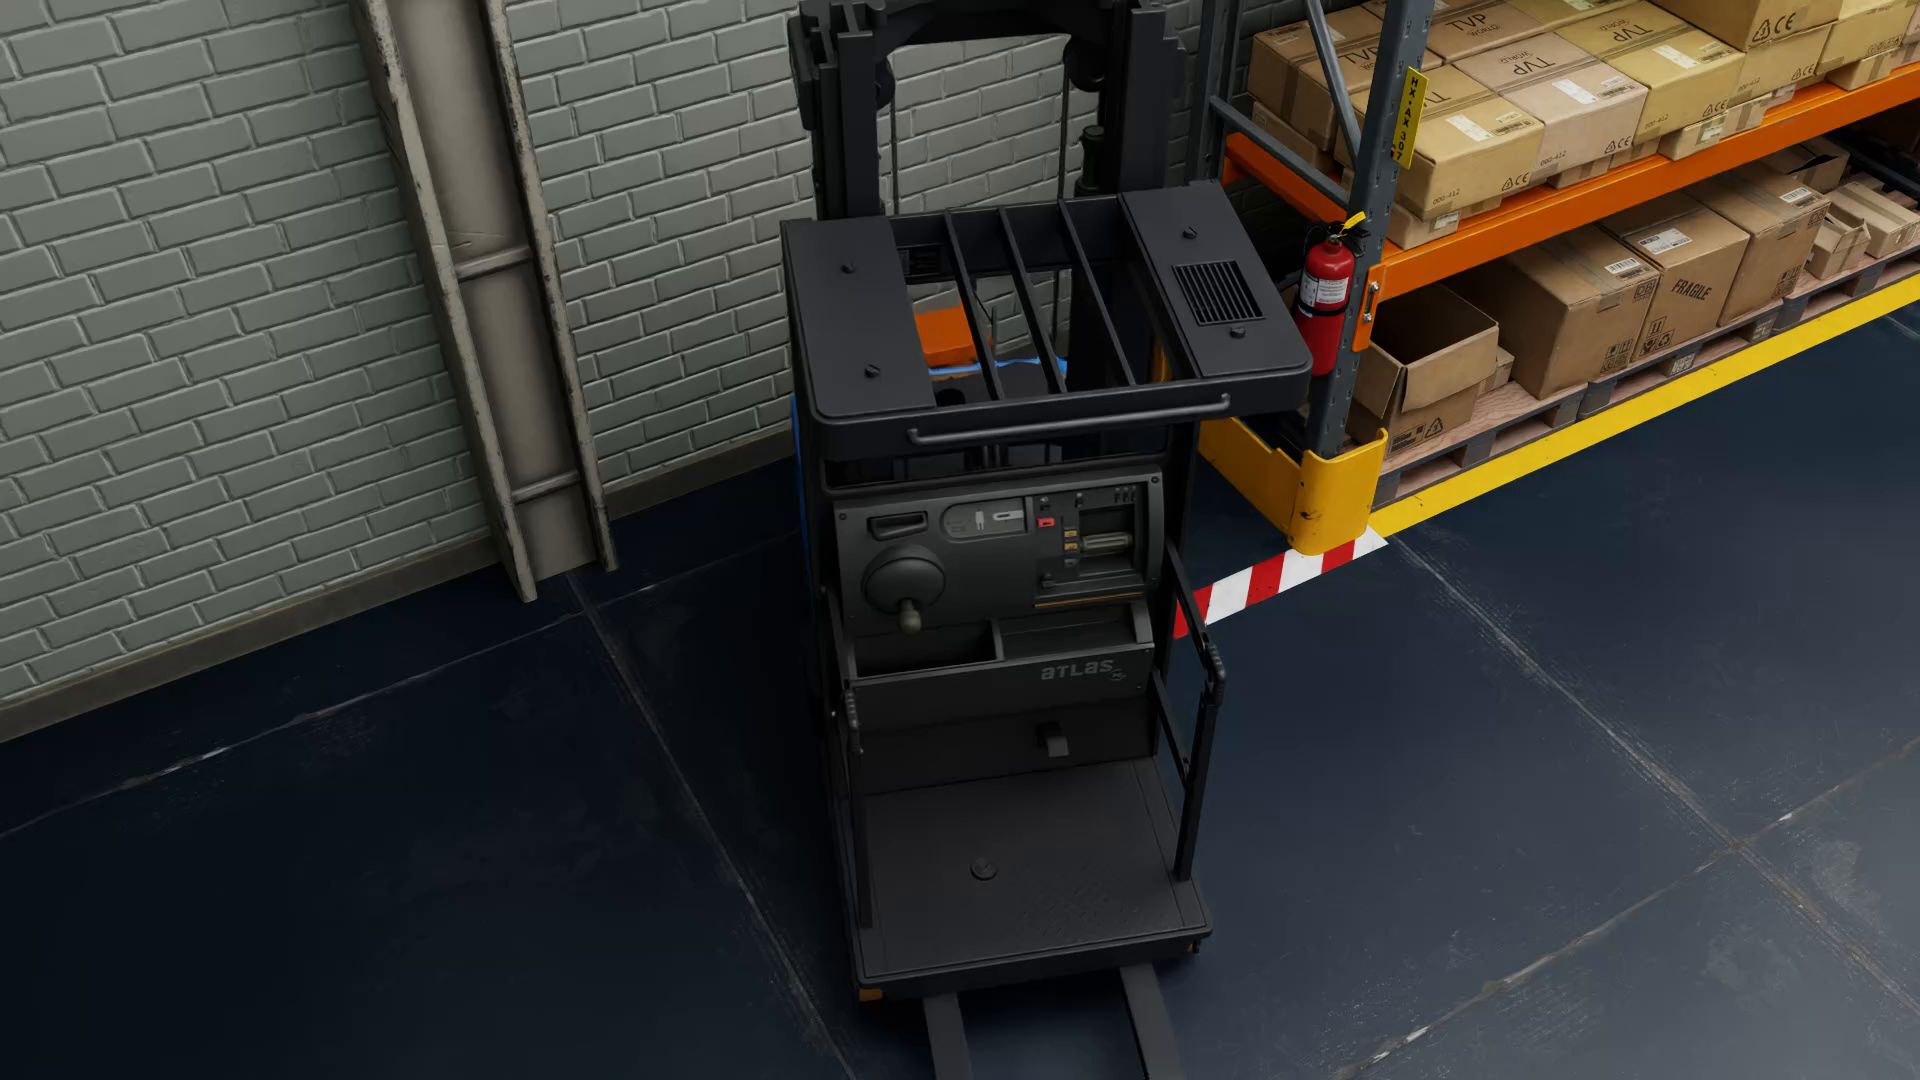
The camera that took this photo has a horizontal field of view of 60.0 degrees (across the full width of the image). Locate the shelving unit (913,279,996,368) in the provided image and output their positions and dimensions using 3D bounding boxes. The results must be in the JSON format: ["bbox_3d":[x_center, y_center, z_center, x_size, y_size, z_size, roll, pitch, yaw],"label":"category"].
[{"bbox_3d":[-0.147,-0.419,6.320,0.503,1.200,0.258,-13,46,-13],"label":"shelving unit"}]

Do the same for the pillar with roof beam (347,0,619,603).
[{"bbox_3d":[0.537,-0.543,0.848,0.400,9.000,9.100,-22,48,-21],"label":"pillar with roof beam"}]

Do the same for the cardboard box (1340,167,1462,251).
[{"bbox_3d":[1.601,-1.239,6.054,0.250,0.149,0.380,-22,48,-21],"label":"cardboard box"}]

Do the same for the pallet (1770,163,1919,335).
[{"bbox_3d":[4.052,-1.531,8.176,1.213,0.211,1.003,-22,48,-21],"label":"pallet"}]

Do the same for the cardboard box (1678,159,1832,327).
[{"bbox_3d":[3.418,-1.423,7.556,0.500,0.500,0.700,-24,49,-22],"label":"cardboard box"}]

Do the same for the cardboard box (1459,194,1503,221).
[{"bbox_3d":[1.799,-1.356,6.173,0.250,0.149,0.380,-21,48,-20],"label":"cardboard box"}]

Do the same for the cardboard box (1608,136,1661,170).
[{"bbox_3d":[2.486,-1.614,6.440,0.250,0.149,0.380,-21,48,-20],"label":"cardboard box"}]

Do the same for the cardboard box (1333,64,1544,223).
[{"bbox_3d":[1.707,-1.429,5.963,0.500,0.250,0.500,-22,48,-21],"label":"cardboard box"}]

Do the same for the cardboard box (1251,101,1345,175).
[{"bbox_3d":[1.333,-1.568,6.392,0.250,0.149,0.380,-22,48,-21],"label":"cardboard box"}]

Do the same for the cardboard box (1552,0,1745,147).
[{"bbox_3d":[2.582,-1.782,6.326,0.500,0.250,0.500,-23,49,-22],"label":"cardboard box"}]

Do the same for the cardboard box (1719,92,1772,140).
[{"bbox_3d":[2.961,-1.760,6.590,0.250,0.149,0.380,-21,48,-20],"label":"cardboard box"}]

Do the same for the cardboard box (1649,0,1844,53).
[{"bbox_3d":[3.007,-2.219,6.238,0.500,0.500,0.500,-21,48,-20],"label":"cardboard box"}]

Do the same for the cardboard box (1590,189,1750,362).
[{"bbox_3d":[3.026,-1.186,7.312,0.500,0.500,0.500,-21,48,-20],"label":"cardboard box"}]

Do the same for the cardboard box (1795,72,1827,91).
[{"bbox_3d":[3.341,-2.005,6.843,0.250,0.149,0.380,-21,48,-20],"label":"cardboard box"}]

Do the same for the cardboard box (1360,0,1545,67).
[{"bbox_3d":[1.894,-1.932,6.481,0.500,0.250,0.500,-22,48,-21],"label":"cardboard box"}]

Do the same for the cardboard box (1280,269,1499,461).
[{"bbox_3d":[1.757,-0.791,6.902,0.637,0.503,0.797,-24,49,-22],"label":"cardboard box"}]

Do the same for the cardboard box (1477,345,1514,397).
[{"bbox_3d":[2.145,-0.788,7.153,0.250,0.149,0.380,-24,49,-22],"label":"cardboard box"}]

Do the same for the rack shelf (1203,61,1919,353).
[{"bbox_3d":[2.914,-1.817,6.985,4.000,0.370,1.077,-22,48,-21],"label":"rack shelf"}]

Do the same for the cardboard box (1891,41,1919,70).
[{"bbox_3d":[3.828,-2.133,6.974,0.250,0.149,0.380,-21,48,-20],"label":"cardboard box"}]

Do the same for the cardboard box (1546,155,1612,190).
[{"bbox_3d":[2.259,-1.518,6.341,0.250,0.149,0.380,-20,48,-20],"label":"cardboard box"}]

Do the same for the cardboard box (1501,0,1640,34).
[{"bbox_3d":[2.325,-2.101,6.655,0.500,0.250,0.500,-20,48,-20],"label":"cardboard box"}]

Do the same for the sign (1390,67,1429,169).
[{"bbox_3d":[1.450,-1.364,5.380,0.005,0.325,0.100,-22,48,-21],"label":"sign"}]

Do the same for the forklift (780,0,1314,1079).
[{"bbox_3d":[0.155,0.121,4.521,1.130,2.935,3.031,-7,45,-7],"label":"forklift"}]

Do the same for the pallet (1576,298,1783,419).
[{"bbox_3d":[2.993,-1.104,7.737,1.213,0.211,1.003,-22,48,-21],"label":"pallet"}]

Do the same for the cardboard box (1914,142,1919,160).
[{"bbox_3d":[5.179,-2.055,8.207,0.500,0.500,0.500,-20,48,-19],"label":"cardboard box"}]

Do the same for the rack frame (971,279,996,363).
[{"bbox_3d":[0.084,-0.472,6.375,0.015,1.200,0.240,-13,46,-13],"label":"rack frame"}]

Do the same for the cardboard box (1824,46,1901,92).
[{"bbox_3d":[3.620,-2.027,6.866,0.250,0.149,0.380,-22,48,-22],"label":"cardboard box"}]

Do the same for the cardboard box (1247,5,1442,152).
[{"bbox_3d":[1.446,-1.754,6.298,0.500,0.250,0.500,-20,48,-20],"label":"cardboard box"}]

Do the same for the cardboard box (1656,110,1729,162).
[{"bbox_3d":[2.743,-1.656,6.483,0.250,0.149,0.380,-23,49,-22],"label":"cardboard box"}]

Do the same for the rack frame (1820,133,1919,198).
[{"bbox_3d":[4.648,-2.769,7.449,0.127,3.000,1.000,-22,48,-21],"label":"rack frame"}]

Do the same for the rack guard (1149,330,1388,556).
[{"bbox_3d":[1.245,-0.511,6.917,0.348,0.500,1.175,-22,48,-21],"label":"rack guard"}]

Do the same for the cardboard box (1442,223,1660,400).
[{"bbox_3d":[2.518,-1.063,7.185,0.500,0.500,0.700,-20,48,-19],"label":"cardboard box"}]

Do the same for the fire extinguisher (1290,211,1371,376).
[{"bbox_3d":[1.282,-0.890,5.836,0.183,0.674,0.296,-22,48,-21],"label":"fire extinguisher"}]

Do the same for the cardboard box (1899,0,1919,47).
[{"bbox_3d":[3.901,-2.315,6.876,0.500,0.250,0.500,-22,48,-21],"label":"cardboard box"}]

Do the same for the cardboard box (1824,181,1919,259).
[{"bbox_3d":[4.311,-1.526,7.914,0.250,0.149,0.380,-23,49,-22],"label":"cardboard box"}]

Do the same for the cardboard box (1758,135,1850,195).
[{"bbox_3d":[3.957,-1.868,8.150,0.500,0.311,0.500,-20,48,-20],"label":"cardboard box"}]

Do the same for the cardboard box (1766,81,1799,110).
[{"bbox_3d":[3.150,-1.891,6.725,0.250,0.149,0.380,-22,48,-21],"label":"cardboard box"}]

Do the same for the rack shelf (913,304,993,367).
[{"bbox_3d":[-0.147,-0.701,6.046,0.480,0.148,0.258,-13,46,-13],"label":"rack shelf"}]

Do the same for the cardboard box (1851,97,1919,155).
[{"bbox_3d":[4.926,-2.372,8.533,0.500,0.500,0.500,-22,48,-21],"label":"cardboard box"}]

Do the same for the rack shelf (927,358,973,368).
[{"bbox_3d":[-0.147,-0.531,6.211,0.480,0.148,0.258,-13,46,-13],"label":"rack shelf"}]

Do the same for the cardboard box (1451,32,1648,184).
[{"bbox_3d":[2.144,-1.604,6.143,0.500,0.250,0.500,-21,48,-21],"label":"cardboard box"}]

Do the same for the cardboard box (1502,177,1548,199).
[{"bbox_3d":[2.009,-1.468,6.289,0.250,0.149,0.380,-22,48,-21],"label":"cardboard box"}]

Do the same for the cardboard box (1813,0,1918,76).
[{"bbox_3d":[3.462,-2.150,6.706,0.500,0.250,0.500,-22,48,-21],"label":"cardboard box"}]

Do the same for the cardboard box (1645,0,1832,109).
[{"bbox_3d":[3.015,-1.972,6.522,0.500,0.250,0.500,-23,49,-22],"label":"cardboard box"}]

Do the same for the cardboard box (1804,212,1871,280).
[{"bbox_3d":[4.001,-1.444,7.746,0.258,0.266,0.396,-20,48,-20],"label":"cardboard box"}]

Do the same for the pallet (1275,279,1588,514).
[{"bbox_3d":[1.936,-0.684,7.303,1.213,0.211,1.003,-22,48,-21],"label":"pallet"}]

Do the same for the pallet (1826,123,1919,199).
[{"bbox_3d":[5.334,-2.073,8.735,1.213,0.211,1.003,-22,48,-21],"label":"pallet"}]

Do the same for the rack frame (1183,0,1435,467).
[{"bbox_3d":[1.179,-1.381,6.019,0.127,3.000,1.000,-22,48,-21],"label":"rack frame"}]
